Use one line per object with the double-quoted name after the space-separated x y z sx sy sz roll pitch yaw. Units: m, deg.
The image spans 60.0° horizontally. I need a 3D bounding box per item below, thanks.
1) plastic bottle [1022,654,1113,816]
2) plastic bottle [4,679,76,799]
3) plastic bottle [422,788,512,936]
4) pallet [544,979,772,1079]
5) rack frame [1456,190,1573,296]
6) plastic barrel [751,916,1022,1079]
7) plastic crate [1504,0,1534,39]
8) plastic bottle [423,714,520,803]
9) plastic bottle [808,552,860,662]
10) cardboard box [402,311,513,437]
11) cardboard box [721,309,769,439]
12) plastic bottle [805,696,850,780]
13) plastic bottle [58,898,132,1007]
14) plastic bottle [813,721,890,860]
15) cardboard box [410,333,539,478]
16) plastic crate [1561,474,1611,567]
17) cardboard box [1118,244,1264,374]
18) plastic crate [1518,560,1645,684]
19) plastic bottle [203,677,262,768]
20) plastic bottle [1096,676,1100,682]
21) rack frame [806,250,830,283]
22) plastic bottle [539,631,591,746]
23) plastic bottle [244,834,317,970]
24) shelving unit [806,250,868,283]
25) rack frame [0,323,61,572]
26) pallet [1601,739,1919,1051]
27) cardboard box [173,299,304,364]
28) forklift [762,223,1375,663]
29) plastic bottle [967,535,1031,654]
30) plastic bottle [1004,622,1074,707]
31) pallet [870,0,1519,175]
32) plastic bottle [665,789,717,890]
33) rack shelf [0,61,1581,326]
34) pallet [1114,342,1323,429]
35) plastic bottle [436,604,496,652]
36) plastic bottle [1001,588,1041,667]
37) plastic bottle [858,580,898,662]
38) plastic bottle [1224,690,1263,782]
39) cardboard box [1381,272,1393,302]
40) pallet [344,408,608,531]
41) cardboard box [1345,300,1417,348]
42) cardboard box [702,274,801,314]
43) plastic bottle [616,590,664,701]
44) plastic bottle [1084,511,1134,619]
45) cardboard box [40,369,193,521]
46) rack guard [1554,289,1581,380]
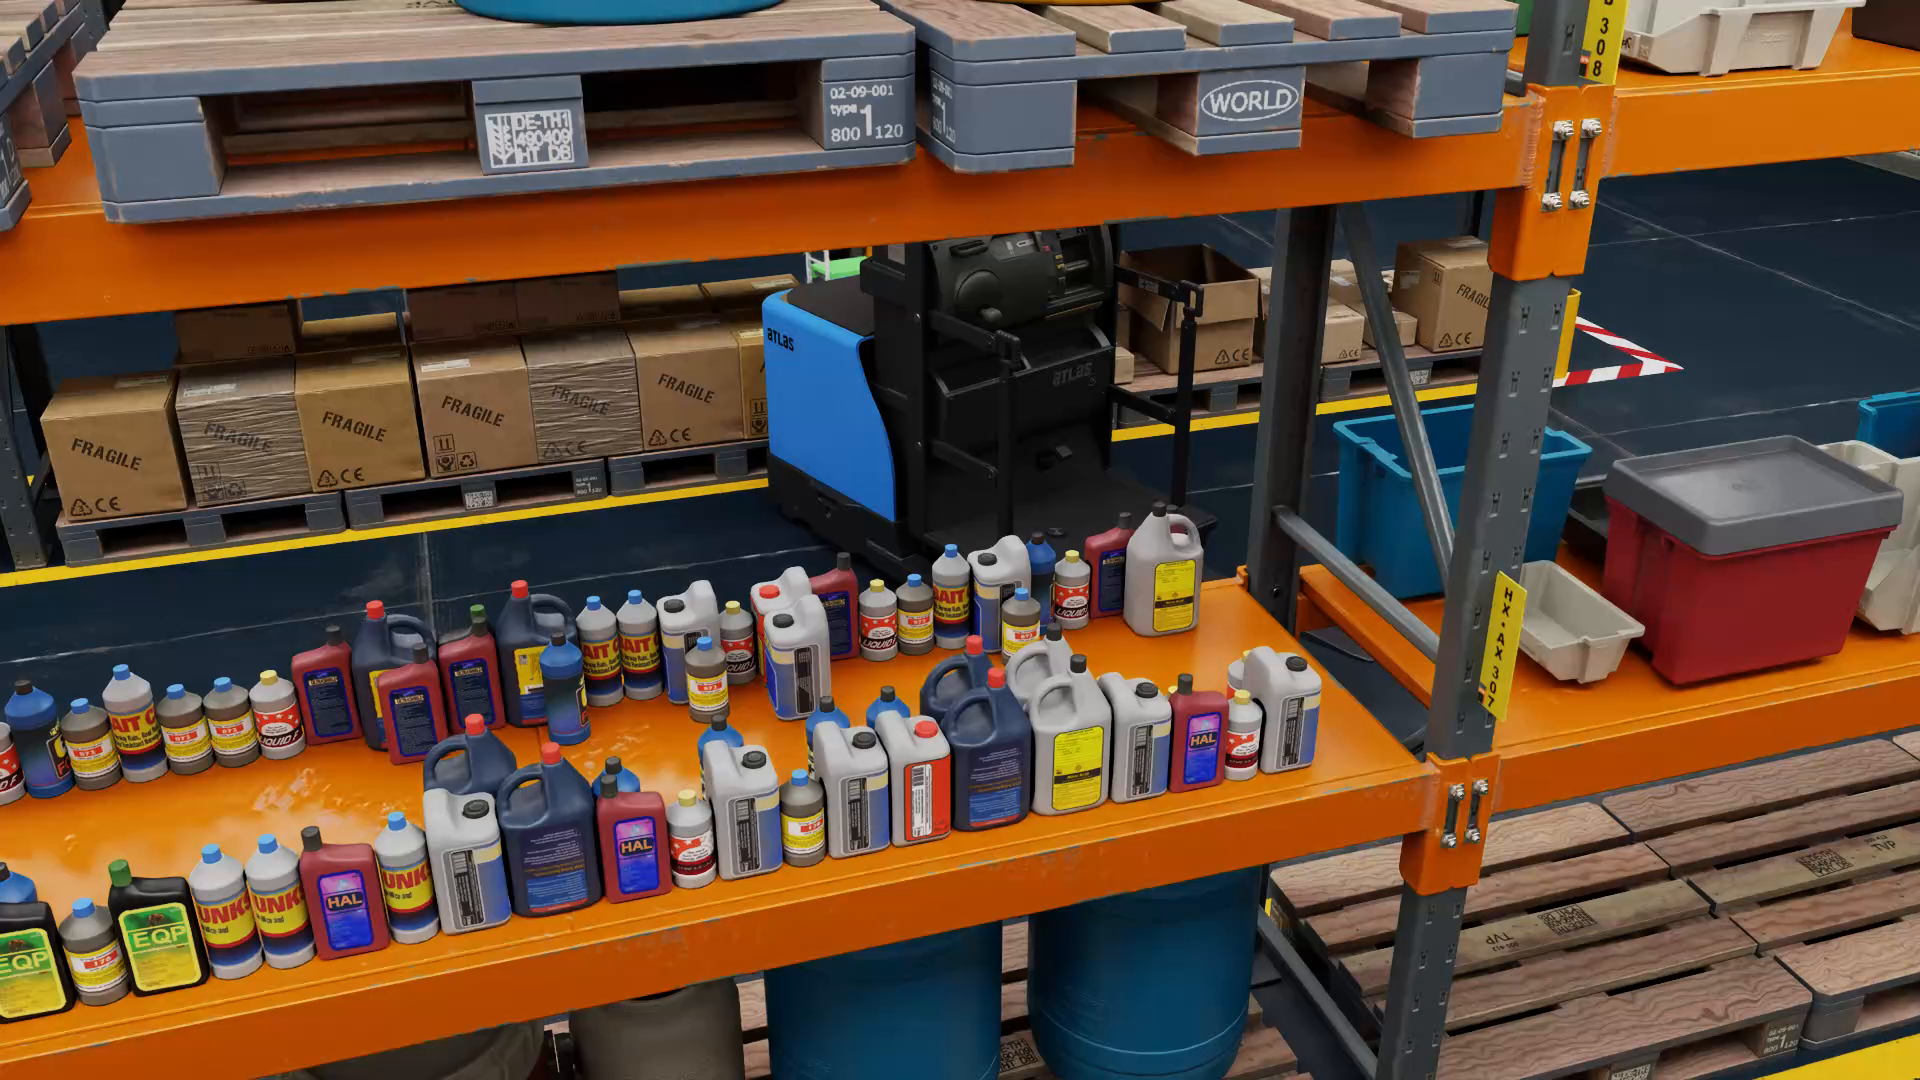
0.230 0.411 3.605 0.185 0.351 0.144 -8 28 -16 "plastic bottle"
-2.028 0.429 3.657 0.097 0.271 0.097 0 26 0 "plastic bottle"
-0.971 0.616 3.275 0.135 0.276 0.152 -8 28 -16 "plastic bottle"
-0.906 1.631 4.228 1.213 0.211 1.003 -8 28 -16 "pallet"
3.276 -2.522 9.457 0.127 3.000 1.000 -8 28 -16 "rack frame"
-0.193 1.041 4.168 0.708 0.901 0.600 -8 28 -16 "plastic barrel"
1.312 -1.311 3.883 0.662 0.188 0.450 -8 28 -16 "plastic crate"
-0.993 0.516 3.392 0.185 0.351 0.144 -8 28 -16 "plastic bottle"
-0.323 0.168 4.169 0.133 0.283 0.061 -8 28 -16 "plastic bottle"
-2.525 -0.872 8.449 0.500 0.500 0.500 -9 28 -18 "cardboard box"
-0.908 -0.860 8.425 0.500 0.500 0.500 -8 28 -16 "cardboard box"
-0.283 0.460 3.594 0.097 0.271 0.097 0 26 0 "plastic bottle"
-1.604 0.754 3.081 0.097 0.201 0.097 0 26 0 "plastic bottle"
-0.227 0.508 3.492 0.135 0.276 0.152 -8 28 -16 "plastic bottle"
-2.341 -0.655 8.013 0.500 0.500 0.500 -9 28 -18 "cardboard box"
1.984 -0.048 4.715 0.590 0.125 0.437 -8 28 -16 "plastic crate"
1.257 -1.311 9.330 0.637 0.503 0.797 -8 28 -16 "cardboard box"
1.489 0.211 4.181 0.243 0.136 0.396 -8 28 -16 "plastic crate"
-1.658 0.407 3.781 0.097 0.201 0.097 0 26 0 "plastic bottle"
0.324 0.404 3.787 0.097 0.201 0.097 0 26 0 "plastic bottle"
-0.659 -0.842 8.074 0.015 1.200 0.240 -14 26 -26 "rack frame"
-0.916 0.335 3.846 0.097 0.271 0.097 0 26 0 "plastic bottle"
-1.292 0.677 3.157 0.097 0.271 0.097 0 26 0 "plastic bottle"
-0.446 -0.894 8.181 0.503 1.200 0.258 -14 26 -26 "shelving unit"
-4.331 -1.420 7.238 0.127 3.000 1.000 -8 28 -16 "rack frame"
2.852 1.085 5.327 1.213 0.211 1.003 -8 28 -16 "pallet"
-3.462 -1.071 8.008 0.500 0.250 0.500 -7 27 -14 "cardboard box"
0.396 -1.096 6.661 1.130 2.935 3.031 -20 33 -34 "forklift"
0.097 0.132 4.250 0.135 0.276 0.152 -8 28 -16 "plastic bottle"
0.185 0.350 3.728 0.185 0.351 0.144 -8 28 -16 "plastic bottle"
0.287 -0.986 3.202 1.003 0.211 1.213 -8 28 -16 "pallet"
-0.549 0.601 3.389 0.097 0.201 0.097 0 26 0 "plastic bottle"
-0.899 -0.622 3.066 4.000 0.370 1.077 -8 28 -16 "rack shelf"
1.288 -0.986 9.499 1.213 0.211 1.003 -8 28 -16 "pallet"
-1.159 0.289 3.925 0.133 0.283 0.061 -8 28 -16 "plastic bottle"
0.153 0.216 4.166 0.097 0.201 0.097 0 26 0 "plastic bottle"
-0.207 0.197 4.204 0.097 0.201 0.097 0 26 0 "plastic bottle"
0.626 0.431 3.732 0.097 0.201 0.097 0 26 0 "plastic bottle"
2.533 -1.503 10.096 0.250 0.166 0.380 -8 28 -16 "cardboard box"
-2.452 -0.425 8.368 1.213 0.211 1.003 -8 28 -16 "pallet"
2.422 -1.253 9.593 0.250 0.166 0.380 -8 28 -16 "cardboard box"
-1.063 -1.085 8.879 0.500 0.500 0.500 -10 28 -18 "cardboard box"
-0.775 0.248 4.023 0.097 0.271 0.097 0 26 0 "plastic bottle"
0.395 0.064 4.378 0.133 0.283 0.061 -8 28 -16 "plastic bottle"
-3.810 -0.440 7.579 0.500 0.500 0.500 -7 27 -14 "cardboard box"
3.203 -1.392 9.992 0.348 0.500 1.175 -8 28 -16 "rack guard"
